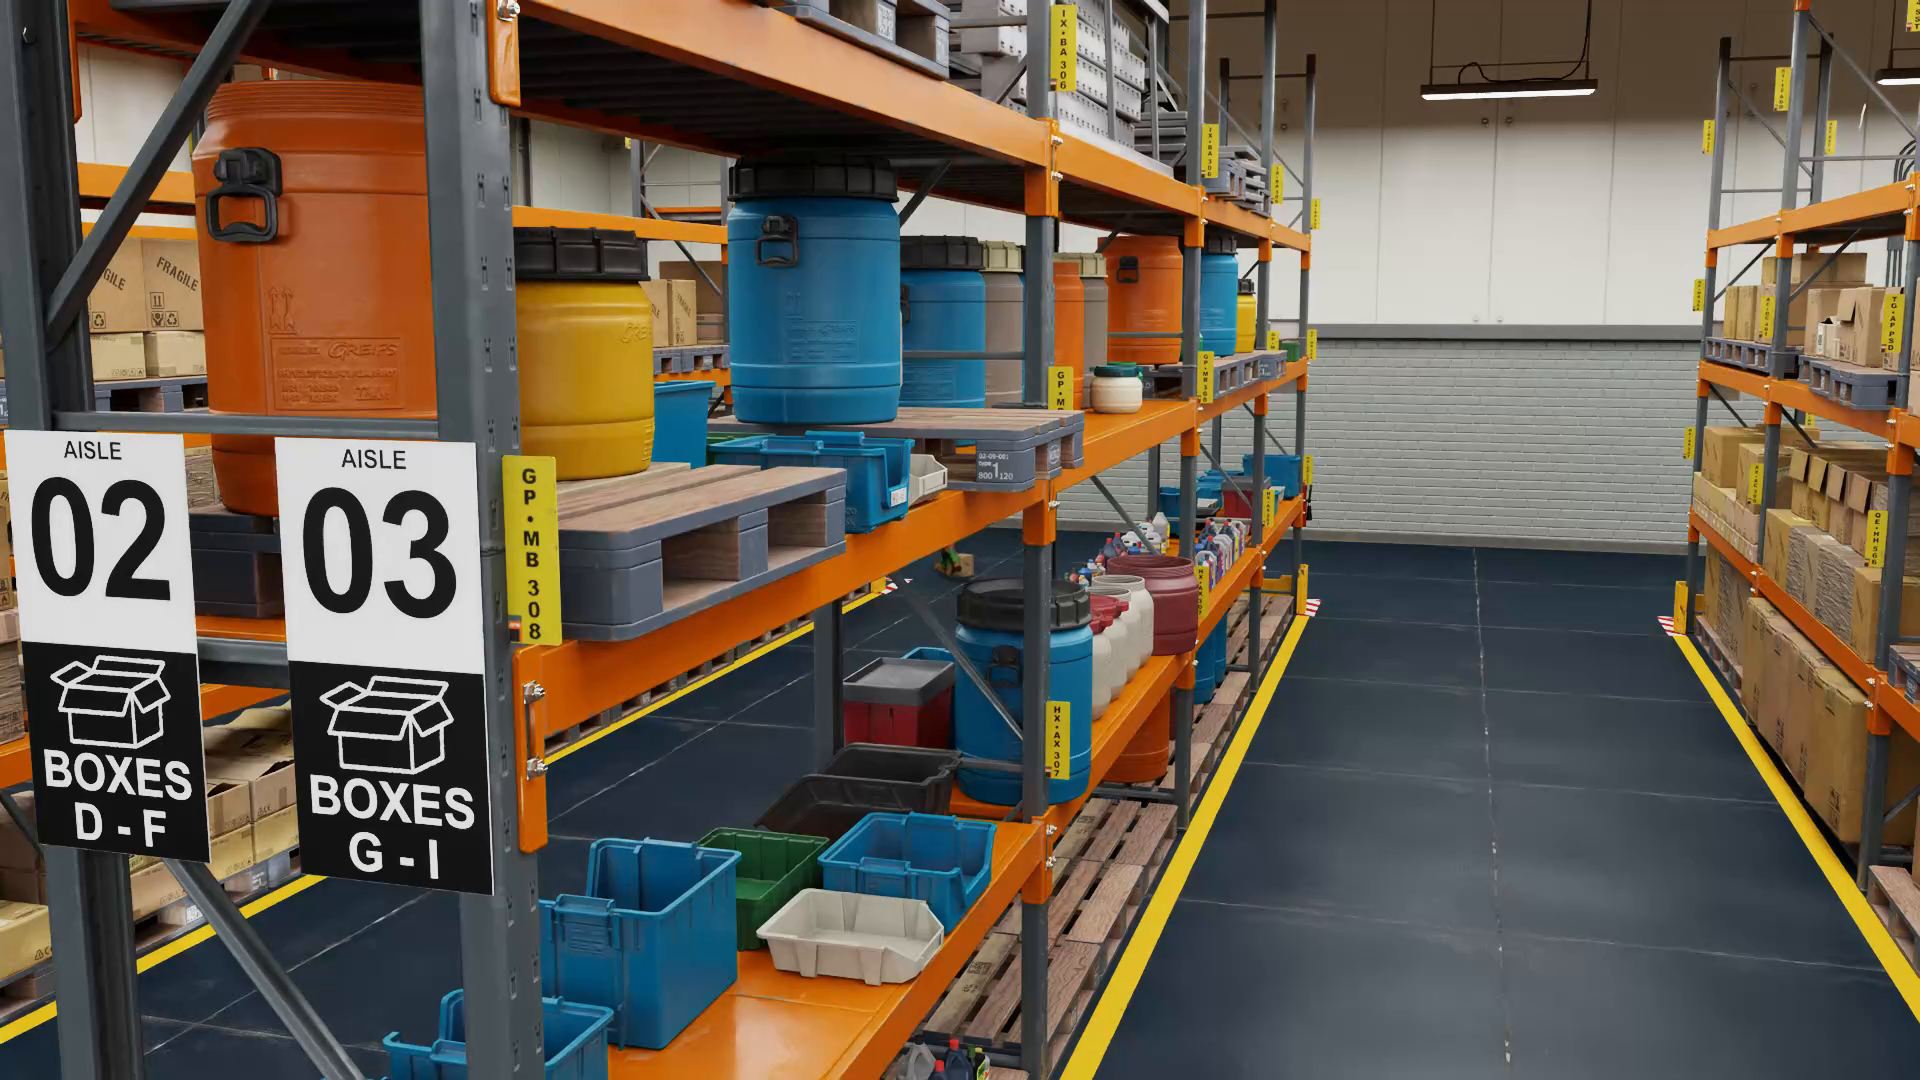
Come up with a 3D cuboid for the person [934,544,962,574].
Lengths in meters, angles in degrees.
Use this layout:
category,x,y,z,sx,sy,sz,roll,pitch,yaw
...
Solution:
category,x,y,z,sx,sy,sz,roll,pitch,yaw
person,-0.147,-0.418,20.659,0.617,1.763,0.871,-4,9,-25
